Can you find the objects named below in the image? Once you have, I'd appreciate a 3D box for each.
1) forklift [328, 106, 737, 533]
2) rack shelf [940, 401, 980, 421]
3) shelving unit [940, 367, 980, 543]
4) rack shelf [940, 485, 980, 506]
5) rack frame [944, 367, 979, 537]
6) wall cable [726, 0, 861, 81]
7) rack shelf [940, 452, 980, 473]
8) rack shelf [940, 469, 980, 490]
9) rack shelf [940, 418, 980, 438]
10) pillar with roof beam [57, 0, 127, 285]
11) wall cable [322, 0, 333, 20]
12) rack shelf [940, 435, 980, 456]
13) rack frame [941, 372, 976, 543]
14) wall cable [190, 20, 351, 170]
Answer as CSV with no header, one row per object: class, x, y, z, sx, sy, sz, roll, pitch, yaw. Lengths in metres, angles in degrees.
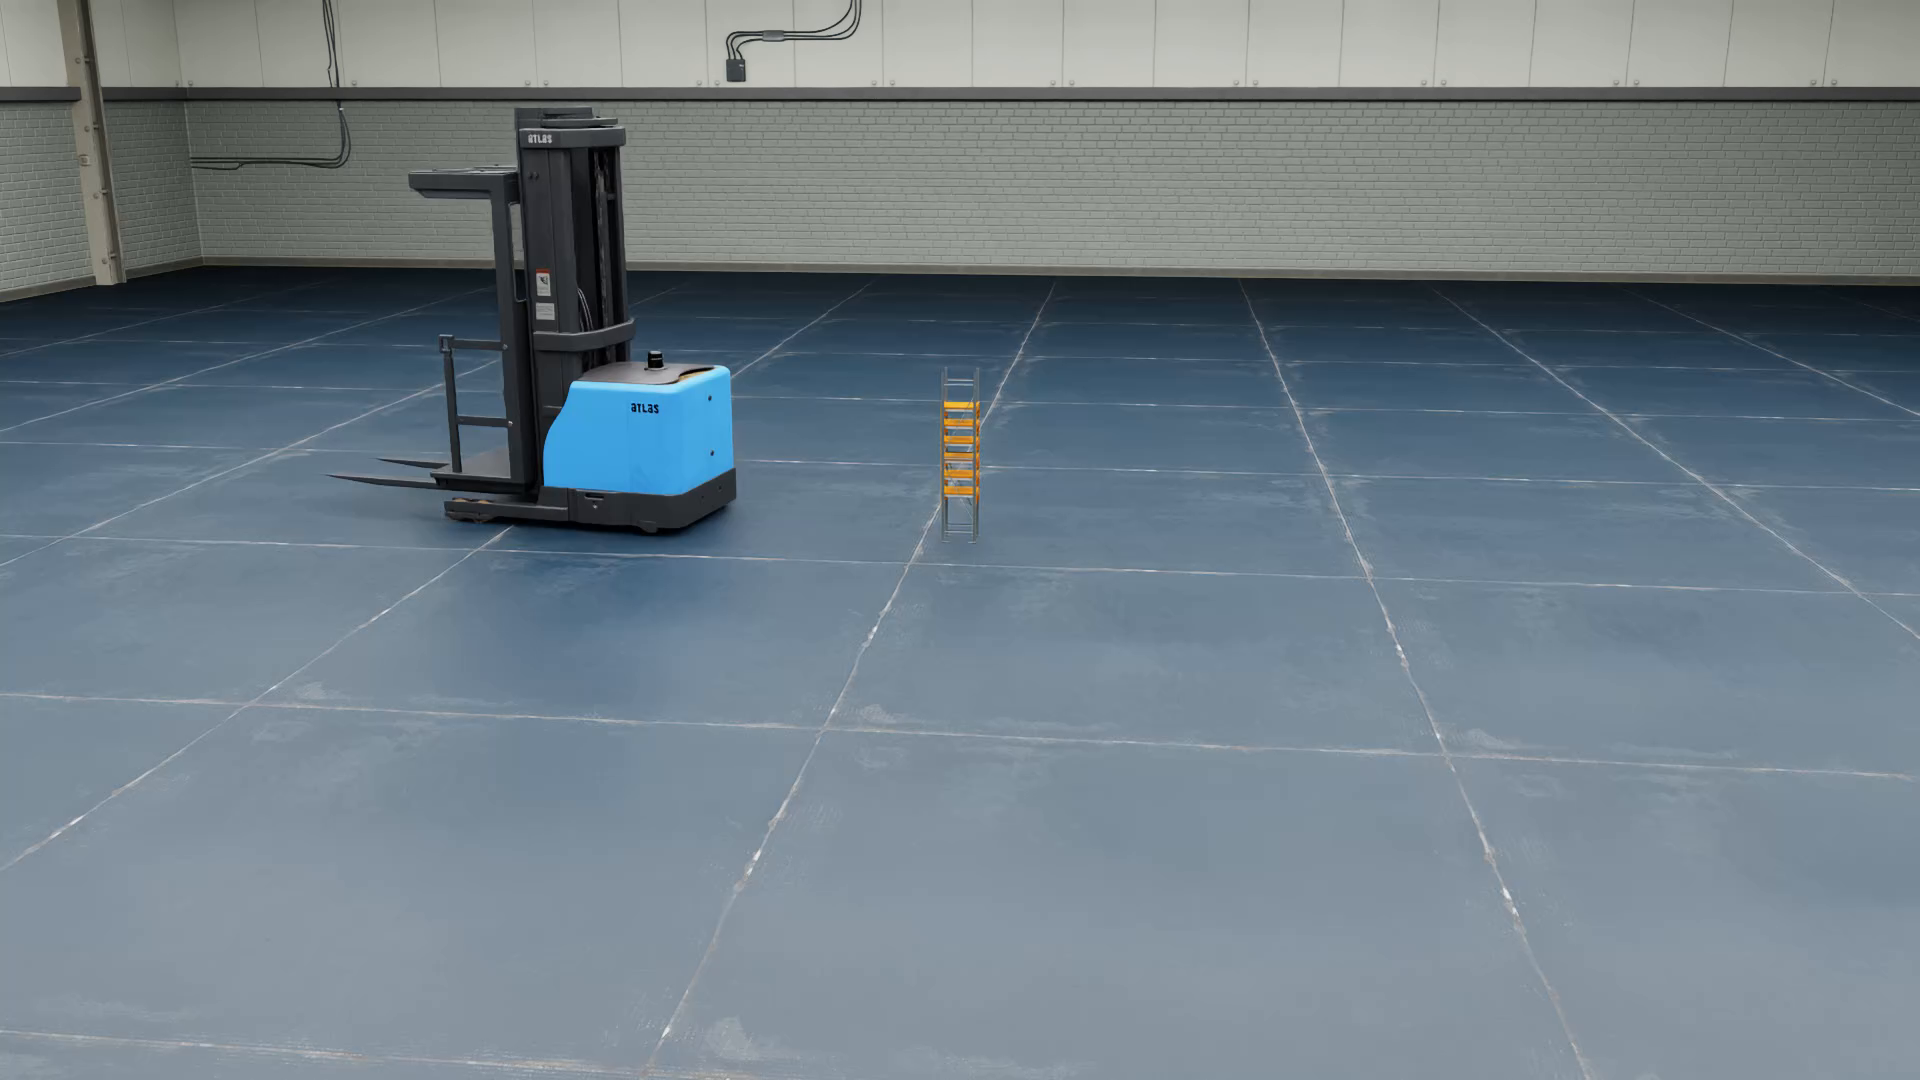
forklift,-3.262,-1.663,12.197,3.031,2.935,1.130,4,16,16
rack shelf,0.002,-0.888,11.437,0.258,0.103,0.180,2,15,6
shelving unit,0.002,-0.583,11.519,0.258,1.200,0.189,2,15,6
rack shelf,0.002,-0.308,11.594,0.258,0.103,0.180,2,15,6
rack frame,0.012,-0.607,11.607,0.240,1.200,0.006,2,15,6
wall cable,-2.783,-10.613,27.155,2.305,6.003,0.169,2,15,6
rack shelf,0.002,-0.540,11.531,0.258,0.103,0.180,2,15,6
rack shelf,0.002,-0.424,11.562,0.258,0.103,0.180,2,15,6
rack shelf,0.002,-0.772,11.468,0.258,0.103,0.180,2,15,6
pillar with roof beam,-9.582,-8.403,25.497,9.100,9.000,0.400,2,15,6
wall cable,-9.525,-10.114,28.099,3.097,2.526,0.112,2,15,6
rack shelf,0.002,-0.656,11.500,0.258,0.103,0.180,2,15,6
rack frame,-0.009,-0.559,11.432,0.240,1.200,0.006,2,15,6
wall cable,-12.214,-7.756,29.053,3.097,2.526,0.112,2,15,6
